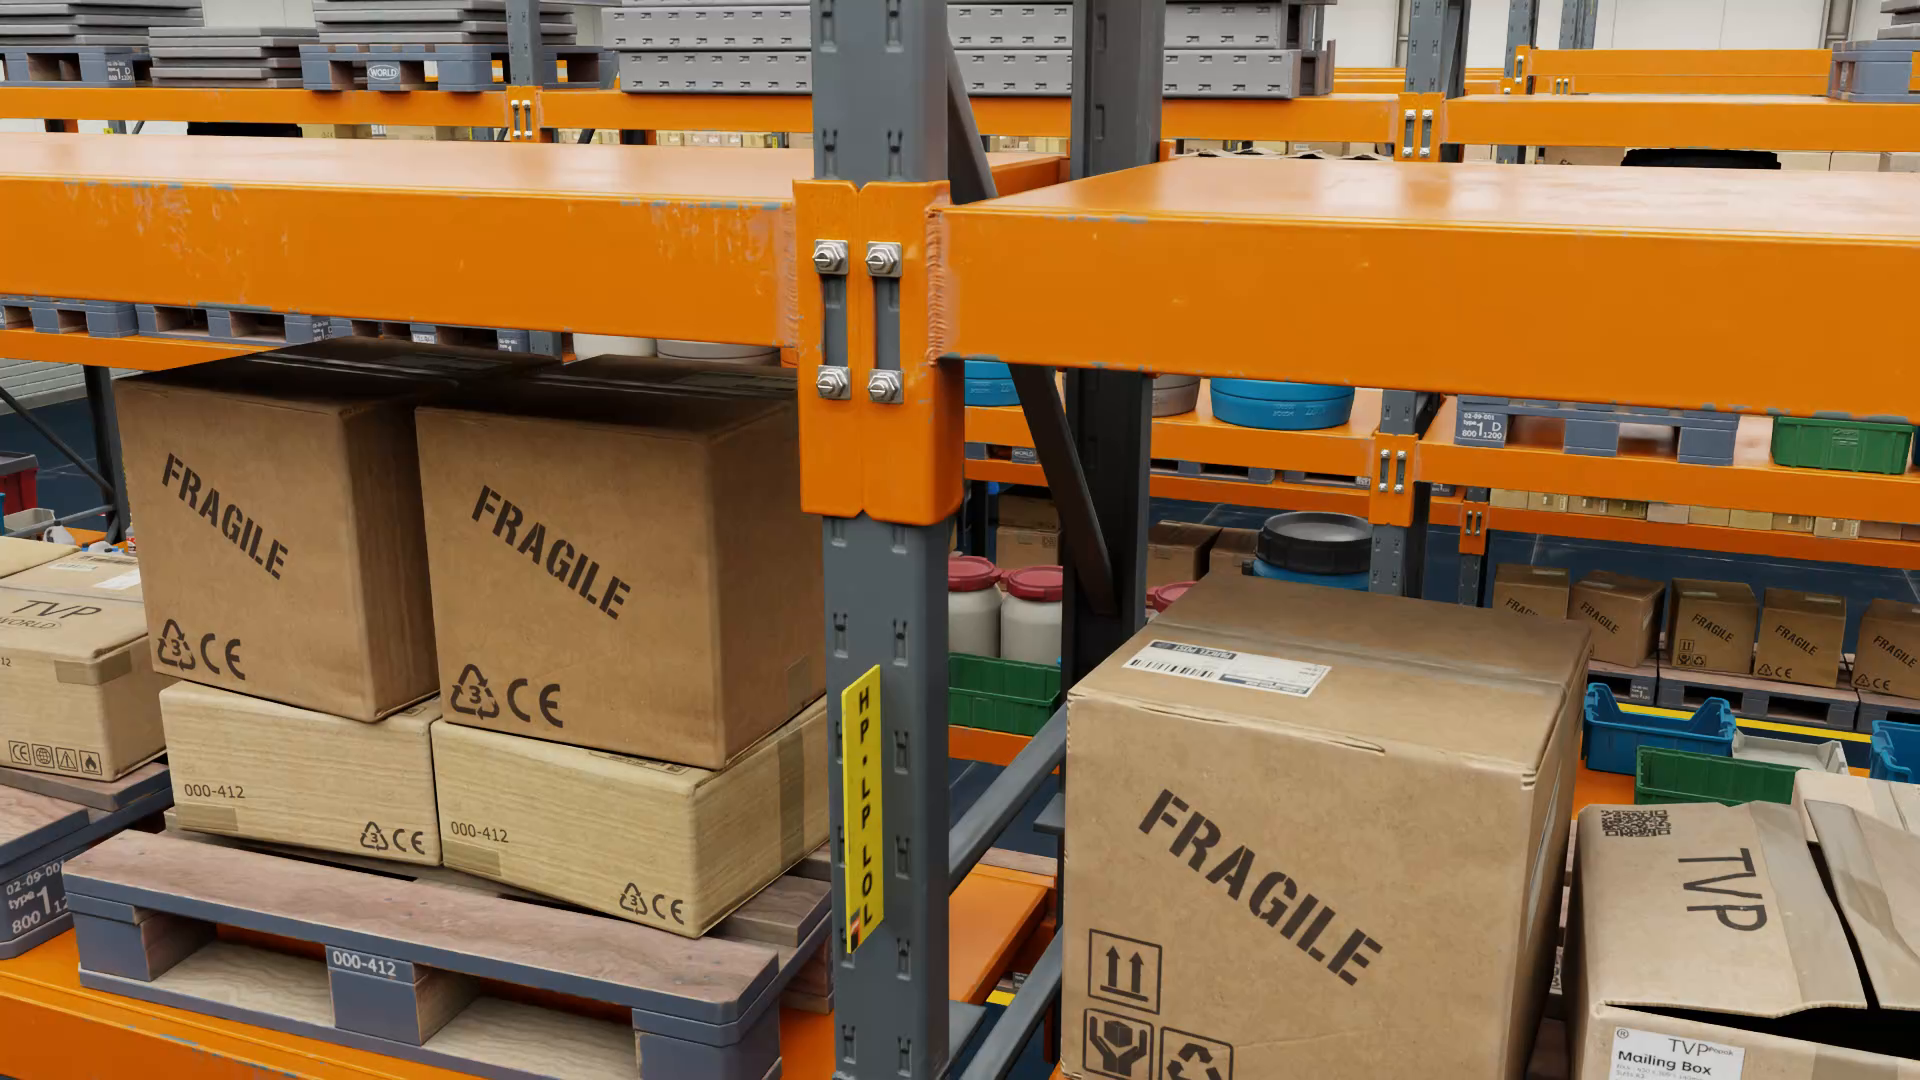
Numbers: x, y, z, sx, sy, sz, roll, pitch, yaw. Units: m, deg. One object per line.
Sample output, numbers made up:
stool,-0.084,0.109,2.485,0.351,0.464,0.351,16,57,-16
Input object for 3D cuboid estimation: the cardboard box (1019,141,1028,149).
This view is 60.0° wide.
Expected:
cardboard box,0.961,-5.257,22.265,0.250,0.166,0.380,5,17,17

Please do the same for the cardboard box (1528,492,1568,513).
cardboard box,4.036,-0.309,11.386,0.250,0.149,0.380,6,17,21

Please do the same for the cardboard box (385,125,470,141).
cardboard box,-4.596,-3.574,14.343,0.500,0.250,0.500,5,17,17

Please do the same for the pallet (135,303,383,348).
pallet,-3.720,-1.273,9.212,1.213,0.211,1.003,6,17,21

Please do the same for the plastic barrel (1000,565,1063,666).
plastic barrel,0.409,0.430,8.143,0.433,0.535,0.433,0,16,0

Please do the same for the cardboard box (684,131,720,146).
cardboard box,-2.895,-4.511,18.684,0.250,0.149,0.380,7,18,23

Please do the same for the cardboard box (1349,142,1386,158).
cardboard box,5.063,-4.880,21.114,0.637,0.503,0.797,6,17,21

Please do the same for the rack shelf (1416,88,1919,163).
rack shelf,3.761,-1.413,5.986,4.000,0.370,1.077,6,17,21

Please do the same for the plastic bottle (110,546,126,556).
plastic bottle,-4.812,0.171,9.510,0.097,0.271,0.097,0,16,0

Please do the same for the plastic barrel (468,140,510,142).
plastic barrel,-2.347,-1.591,8.446,0.708,0.830,0.600,6,17,21

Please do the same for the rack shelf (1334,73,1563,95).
rack shelf,3.771,-4.383,16.215,4.000,0.370,1.077,6,17,21

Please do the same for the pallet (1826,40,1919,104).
pallet,3.817,-1.671,5.922,1.213,0.211,1.003,6,17,21

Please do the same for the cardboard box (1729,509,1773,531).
cardboard box,5.208,-0.188,10.970,0.250,0.149,0.380,6,17,21

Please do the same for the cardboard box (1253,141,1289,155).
cardboard box,4.884,-6.184,26.061,0.500,0.250,0.500,6,17,19

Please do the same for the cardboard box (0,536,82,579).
cardboard box,-2.176,0.173,3.411,0.500,0.250,0.500,6,17,20

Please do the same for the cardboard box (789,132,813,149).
cardboard box,-1.498,-4.276,18.288,0.500,0.500,0.700,6,17,21

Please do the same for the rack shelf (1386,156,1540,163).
rack shelf,7.312,-5.717,25.471,4.000,0.370,1.077,6,17,21

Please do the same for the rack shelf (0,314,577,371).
rack shelf,-3.681,-0.983,9.167,4.000,0.370,1.077,6,17,21

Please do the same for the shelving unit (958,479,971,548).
shelving unit,-0.135,-1.011,14.967,0.503,2.100,0.431,6,17,19

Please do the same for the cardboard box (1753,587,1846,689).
cardboard box,5.720,0.659,11.329,0.500,0.500,0.500,8,18,26

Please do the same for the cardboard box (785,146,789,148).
cardboard box,-2.170,-4.374,18.927,0.500,0.250,0.500,7,18,22

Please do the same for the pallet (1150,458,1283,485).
pallet,1.854,-0.684,12.571,1.213,0.211,1.003,6,17,21

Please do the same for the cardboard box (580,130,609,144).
cardboard box,-4.142,-4.617,19.052,0.250,0.149,0.380,7,18,22

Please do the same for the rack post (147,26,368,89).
rack post,-3.612,-2.560,8.824,0.954,0.300,0.937,8,18,27

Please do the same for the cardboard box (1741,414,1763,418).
cardboard box,4.974,-1.016,10.864,0.500,0.500,0.500,6,17,21

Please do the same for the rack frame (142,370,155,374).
rack frame,-7.445,-1.787,16.024,0.127,3.000,1.000,6,17,21

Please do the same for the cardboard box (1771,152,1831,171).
cardboard box,7.395,-3.319,14.726,0.500,0.250,0.500,6,17,21

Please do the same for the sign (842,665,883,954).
sign,-0.110,0.312,1.925,0.005,0.325,0.100,6,17,21

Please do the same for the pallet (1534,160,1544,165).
pallet,6.819,-4.570,20.570,1.003,0.211,1.213,6,17,21

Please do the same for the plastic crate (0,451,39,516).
plastic crate,-6.280,-0.309,10.711,0.583,0.464,0.402,6,17,21

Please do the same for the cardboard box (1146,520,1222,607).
cardboard box,1.678,0.194,12.896,0.500,0.500,0.700,8,18,25

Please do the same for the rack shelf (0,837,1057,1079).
rack shelf,-1.781,0.710,3.334,4.000,0.370,1.077,6,17,21

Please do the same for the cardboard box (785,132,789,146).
cardboard box,-1.992,-4.546,18.806,0.250,0.149,0.380,6,17,20

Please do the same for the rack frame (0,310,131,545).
rack frame,-5.541,-0.093,10.190,0.127,3.000,1.000,6,17,21

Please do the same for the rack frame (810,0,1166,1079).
rack frame,0.080,-0.871,2.111,0.127,3.000,1.000,6,17,21

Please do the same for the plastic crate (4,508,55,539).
plastic crate,-5.922,-0.080,10.510,0.243,0.136,0.396,6,17,21

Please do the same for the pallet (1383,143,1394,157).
pallet,7.157,-6.016,25.552,1.213,0.211,1.003,7,18,23

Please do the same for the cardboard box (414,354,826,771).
cardboard box,-0.479,0.006,2.639,0.500,0.500,0.500,7,17,21

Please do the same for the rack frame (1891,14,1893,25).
rack frame,12.893,-6.889,22.839,0.127,3.000,1.000,6,17,21

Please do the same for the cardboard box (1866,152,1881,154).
cardboard box,7.972,-3.429,14.389,0.250,0.149,0.380,6,17,21

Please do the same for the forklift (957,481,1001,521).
forklift,-0.414,-1.923,16.617,1.130,2.935,3.031,-3,17,-11

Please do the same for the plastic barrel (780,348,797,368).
plastic barrel,-0.528,-1.123,7.588,0.708,0.830,0.600,6,17,21

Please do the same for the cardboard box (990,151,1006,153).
cardboard box,0.353,-3.825,17.487,0.500,0.500,0.500,6,17,21

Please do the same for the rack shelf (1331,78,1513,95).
rack shelf,1.858,-3.107,11.820,4.000,0.370,1.077,6,17,21
